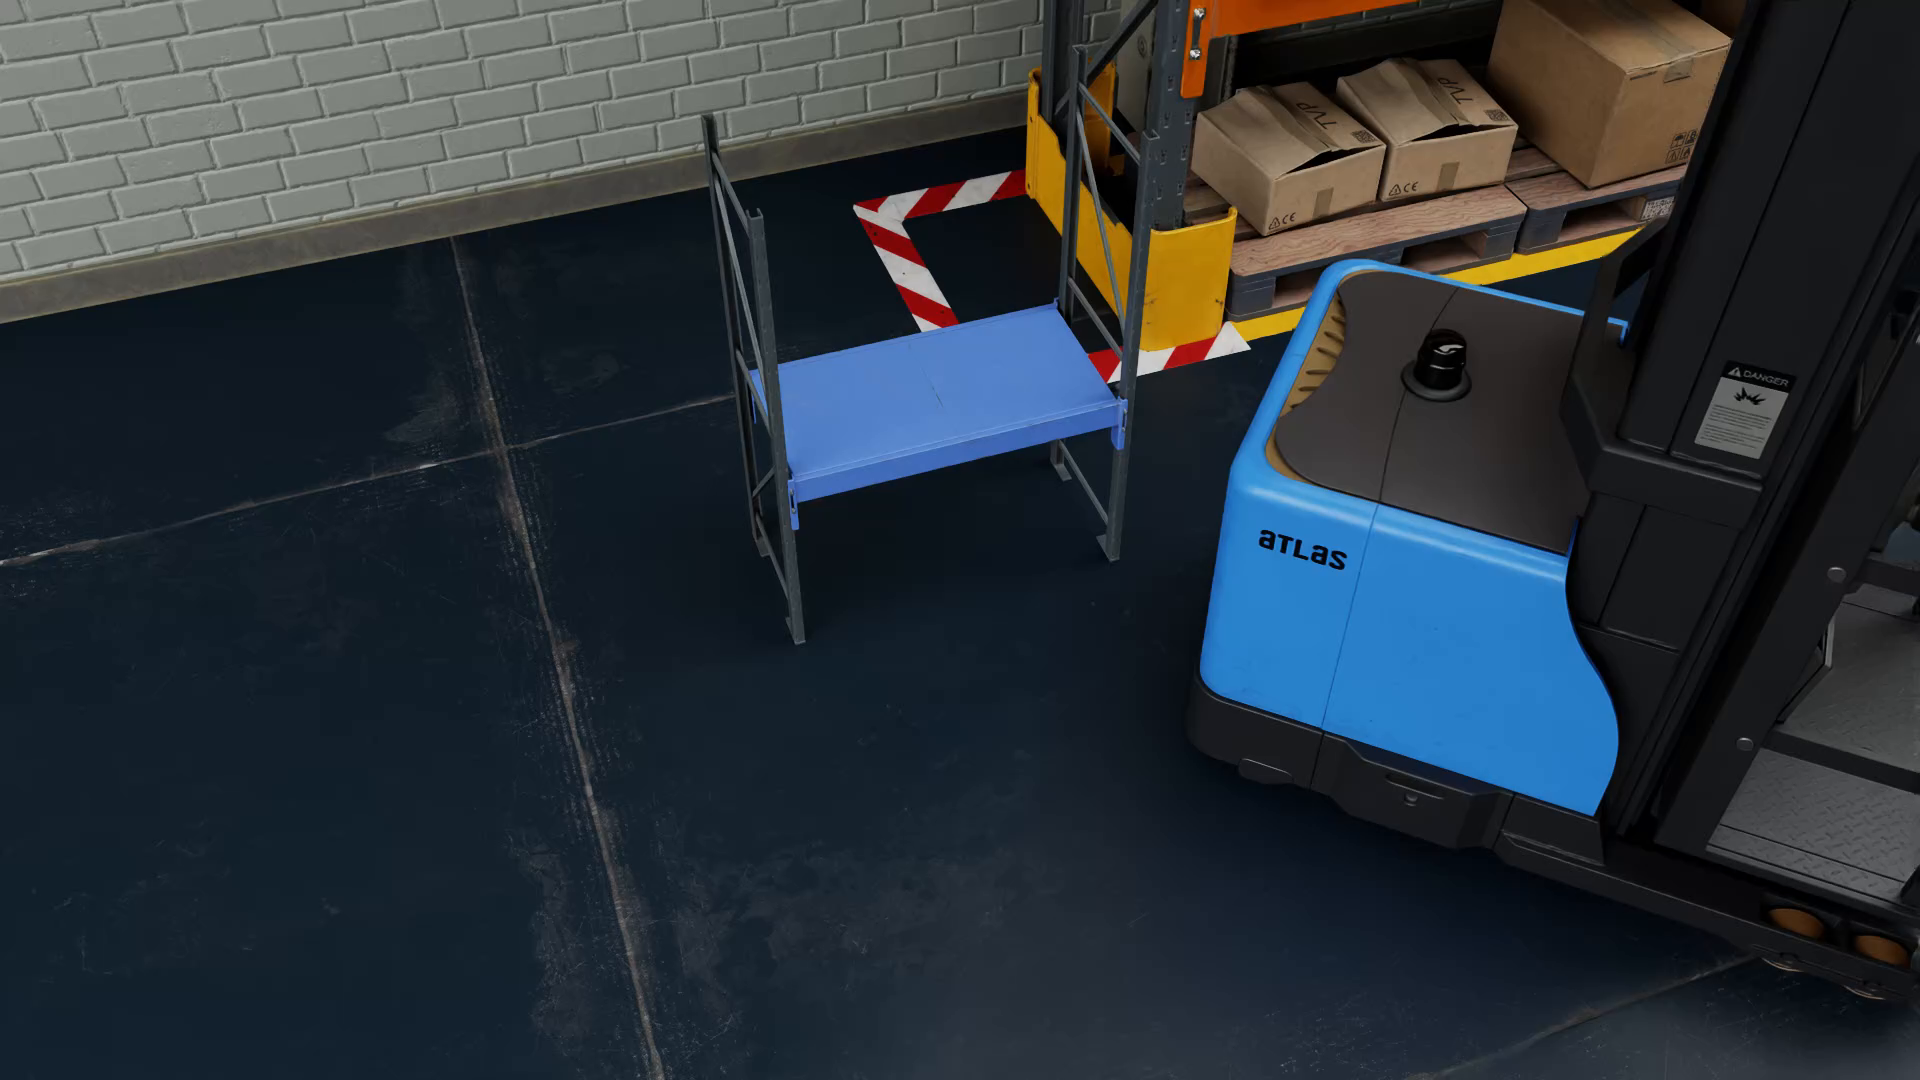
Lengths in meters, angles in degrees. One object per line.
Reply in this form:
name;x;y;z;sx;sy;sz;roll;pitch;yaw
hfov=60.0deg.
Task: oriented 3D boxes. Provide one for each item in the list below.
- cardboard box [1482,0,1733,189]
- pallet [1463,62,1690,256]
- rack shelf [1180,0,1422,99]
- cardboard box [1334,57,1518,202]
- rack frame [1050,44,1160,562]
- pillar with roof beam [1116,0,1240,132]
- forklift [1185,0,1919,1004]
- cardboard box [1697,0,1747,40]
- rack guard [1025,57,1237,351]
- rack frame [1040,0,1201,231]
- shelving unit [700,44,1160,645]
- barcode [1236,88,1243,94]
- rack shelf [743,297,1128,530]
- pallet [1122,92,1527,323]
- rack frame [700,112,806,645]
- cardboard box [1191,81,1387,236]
cardboard box;2.456;-1.789;6.370;0.500;0.500;0.700;-17;48;-16
pallet;2.524;-1.626;6.722;1.213;0.211;1.003;-14;47;-14
rack shelf;2.412;-2.357;5.989;4.000;0.370;1.077;-14;47;-14
cardboard box;1.749;-1.579;6.294;0.500;0.311;0.500;-11;46;-11
rack frame;0.398;-0.631;4.820;0.032;1.500;0.500;-14;47;-14
pillar with roof beam;2.357;-2.124;1.014;0.400;9.000;9.100;-14;47;-14
forklift;2.192;-0.332;3.512;3.031;2.935;1.130;17;48;16
cardboard box;3.331;-2.088;6.668;0.500;0.500;0.500;-18;48;-17
rack guard;0.602;-1.265;6.158;0.348;0.500;1.175;-14;47;-14
rack frame;0.531;-2.130;5.255;0.127;3.000;1.000;-14;47;-14
shelving unit;-0.080;-0.509;4.698;1.048;1.500;0.538;-14;47;-14
barcode;1.094;-1.716;6.424;0.075;0.075;0.001;-14;47;-14
rack shelf;-0.080;-0.382;4.826;1.000;0.185;0.538;-14;47;-14
pallet;1.379;-1.335;6.432;1.213;0.211;1.003;-14;47;-14
rack frame;-0.558;-0.387;4.576;0.032;1.500;0.500;-14;47;-14
cardboard box;1.212;-1.442;6.157;0.500;0.311;0.500;-19;48;-18
